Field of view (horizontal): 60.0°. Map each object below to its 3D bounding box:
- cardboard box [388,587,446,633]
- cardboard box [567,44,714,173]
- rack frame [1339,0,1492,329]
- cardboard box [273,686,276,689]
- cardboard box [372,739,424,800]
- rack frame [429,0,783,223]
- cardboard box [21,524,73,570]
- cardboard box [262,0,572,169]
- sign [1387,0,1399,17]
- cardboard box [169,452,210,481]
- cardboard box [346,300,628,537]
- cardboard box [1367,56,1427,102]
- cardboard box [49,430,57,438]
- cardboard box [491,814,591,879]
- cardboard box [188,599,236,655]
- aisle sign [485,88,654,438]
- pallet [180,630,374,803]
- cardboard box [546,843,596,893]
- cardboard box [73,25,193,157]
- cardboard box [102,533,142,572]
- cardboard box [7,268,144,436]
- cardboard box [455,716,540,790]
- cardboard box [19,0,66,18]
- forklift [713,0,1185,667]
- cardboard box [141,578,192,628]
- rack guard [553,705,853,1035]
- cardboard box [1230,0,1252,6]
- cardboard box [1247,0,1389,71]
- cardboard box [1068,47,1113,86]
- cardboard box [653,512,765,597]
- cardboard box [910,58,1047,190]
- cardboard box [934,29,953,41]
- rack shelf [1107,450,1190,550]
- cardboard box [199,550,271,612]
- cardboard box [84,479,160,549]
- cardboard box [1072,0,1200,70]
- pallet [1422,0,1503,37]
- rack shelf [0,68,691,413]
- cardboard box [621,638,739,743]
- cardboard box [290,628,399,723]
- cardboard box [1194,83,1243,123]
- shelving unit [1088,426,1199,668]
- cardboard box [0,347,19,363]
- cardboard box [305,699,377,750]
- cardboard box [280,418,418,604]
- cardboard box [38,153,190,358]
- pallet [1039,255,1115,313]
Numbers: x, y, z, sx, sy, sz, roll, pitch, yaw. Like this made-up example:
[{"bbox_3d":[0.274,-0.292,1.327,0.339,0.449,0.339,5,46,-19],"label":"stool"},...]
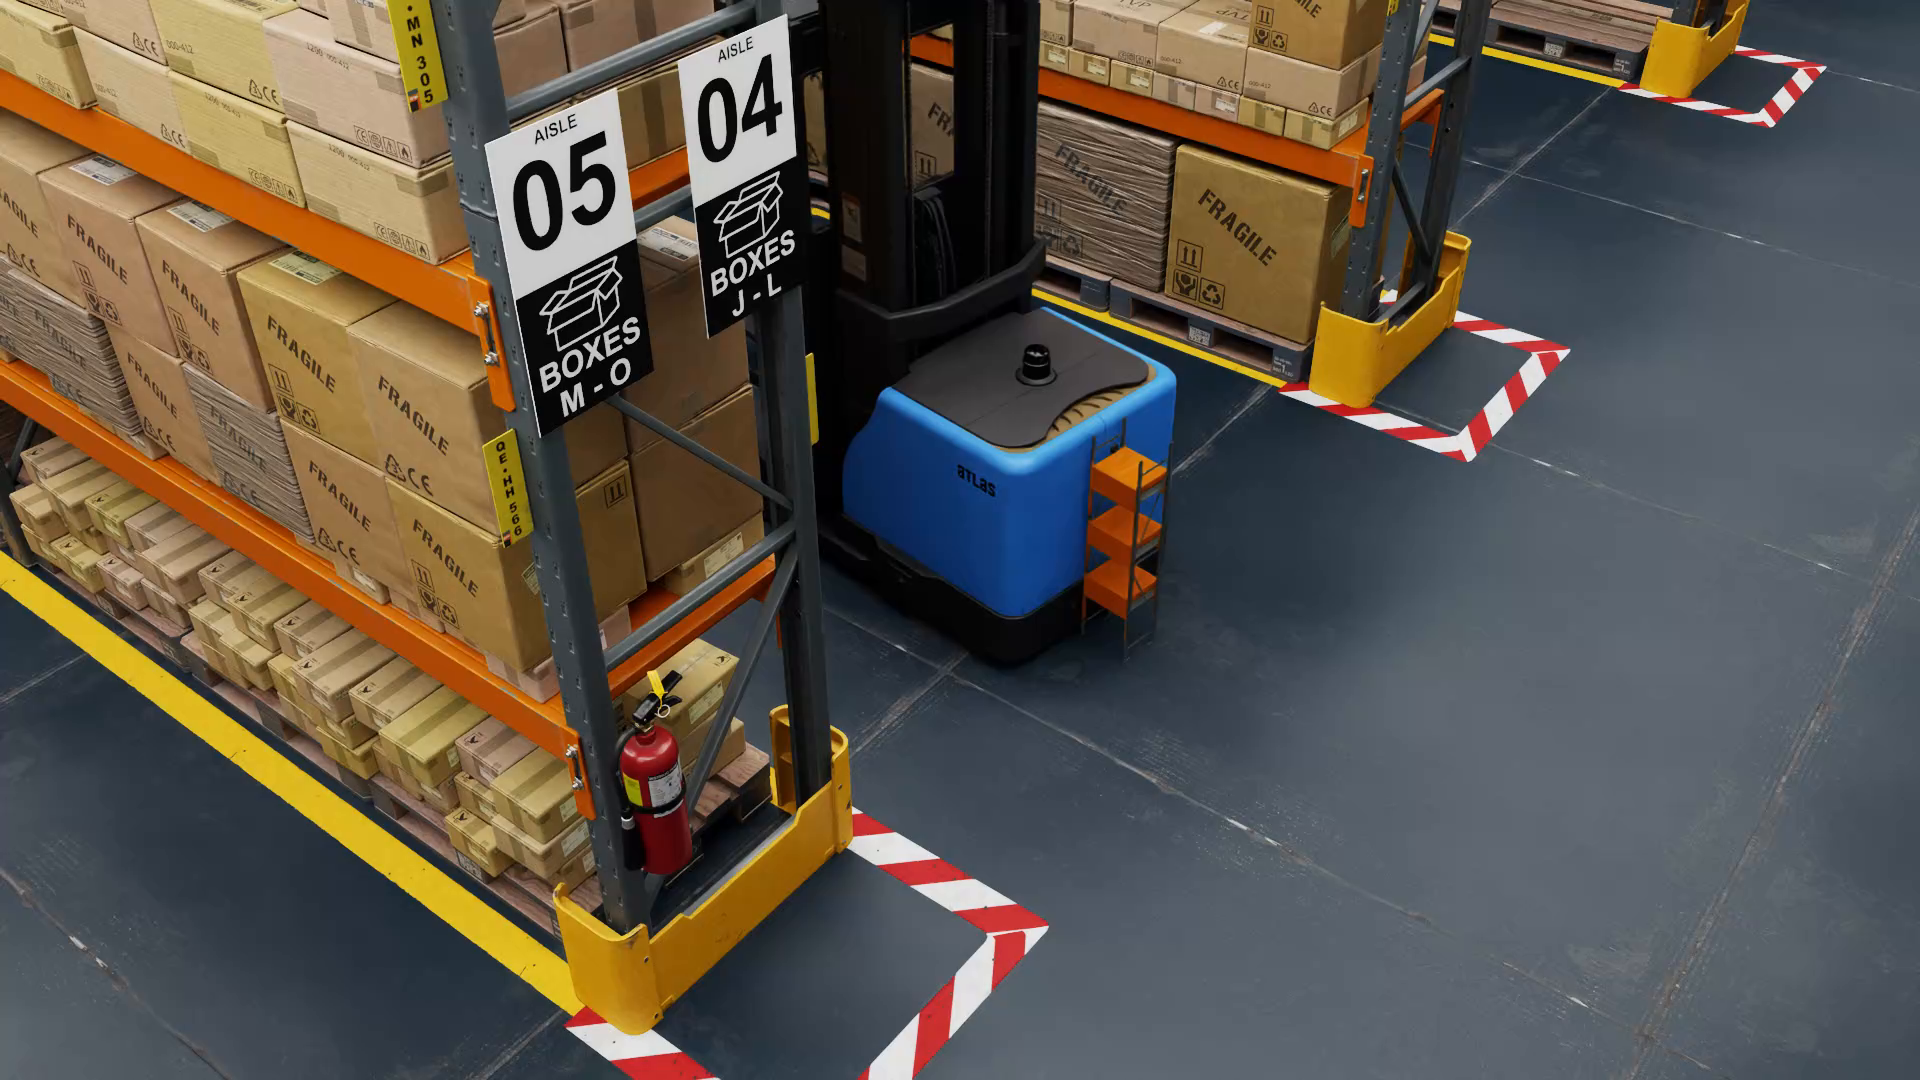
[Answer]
[{"bbox_3d":[-1.623,0.103,5.389,0.250,0.149,0.380,25,44,28],"label":"cardboard box"},{"bbox_3d":[-1.011,-1.229,4.575,0.500,0.250,0.500,27,45,30],"label":"cardboard box"},{"bbox_3d":[2.284,-2.205,8.133,0.127,3.000,1.000,25,45,29],"label":"rack frame"},{"bbox_3d":[-2.583,0.466,6.694,0.250,0.149,0.380,27,45,30],"label":"cardboard box"},{"bbox_3d":[-1.982,0.774,6.300,0.250,0.149,0.380,26,45,29],"label":"cardboard box"},{"bbox_3d":[-0.810,-2.176,3.230,0.127,3.000,1.000,25,45,29],"label":"rack frame"},{"bbox_3d":[-3.893,-0.061,7.367,0.250,0.149,0.380,23,44,27],"label":"cardboard box"},{"bbox_3d":[-1.330,-1.181,4.108,0.500,0.250,0.500,24,44,27],"label":"cardboard box"},{"bbox_3d":[1.943,-2.493,7.370,0.005,0.325,0.100,25,45,29],"label":"sign"},{"bbox_3d":[-2.644,-0.400,6.031,0.250,0.149,0.380,27,45,30],"label":"cardboard box"},{"bbox_3d":[-1.324,-0.414,4.712,0.500,0.500,0.500,24,44,28],"label":"cardboard box"},{"bbox_3d":[2.202,-2.400,8.586,0.250,0.149,0.380,26,45,29],"label":"cardboard box"},{"bbox_3d":[-4.413,-0.900,8.153,0.500,0.500,0.500,27,45,30],"label":"cardboard box"},{"bbox_3d":[-1.402,0.968,5.811,0.250,0.149,0.380,24,44,27],"label":"cardboard box"},{"bbox_3d":[-2.844,0.287,6.680,0.250,0.149,0.380,25,44,28],"label":"cardboard box"},{"bbox_3d":[-0.934,-0.663,4.055,0.004,0.787,0.394,25,45,29],"label":"aisle sign"},{"bbox_3d":[-2.459,0.477,6.970,1.213,0.211,1.003,25,45,29],"label":"pallet"},{"bbox_3d":[-1.354,1.048,5.950,0.250,0.149,0.380,26,45,29],"label":"cardboard box"},{"bbox_3d":[-2.127,-1.357,4.738,0.500,0.250,0.500,27,46,30],"label":"cardboard box"},{"bbox_3d":[-3.422,-0.055,7.118,0.250,0.149,0.380,25,44,28],"label":"cardboard box"},{"bbox_3d":[-2.971,-0.772,5.980,0.500,0.500,0.500,24,44,28],"label":"cardboard box"},{"bbox_3d":[-1.549,0.713,5.896,0.250,0.149,0.380,26,45,29],"label":"cardboard box"},{"bbox_3d":[-2.536,-1.760,4.847,0.500,0.250,0.500,23,44,27],"label":"cardboard box"},{"bbox_3d":[-0.442,-1.431,7.200,1.130,2.935,3.031,-31,48,-34],"label":"forklift"},{"bbox_3d":[-3.220,0.177,7.063,0.250,0.149,0.380,24,44,28],"label":"cardboard box"},{"bbox_3d":[-0.870,1.142,5.886,0.348,0.500,1.175,25,45,29],"label":"rack guard"},{"bbox_3d":[1.650,-2.766,8.730,0.500,0.250,0.500,25,44,28],"label":"cardboard box"},{"bbox_3d":[1.737,-2.612,7.925,0.500,0.500,0.500,26,45,29],"label":"cardboard box"},{"bbox_3d":[0.783,-2.557,8.786,0.250,0.149,0.380,25,45,29],"label":"cardboard box"},{"bbox_3d":[-0.868,0.003,5.517,0.250,0.149,0.380,25,44,28],"label":"cardboard box"},{"bbox_3d":[0.297,-2.408,9.776,0.875,0.875,0.875,25,45,29],"label":"cardboard box"},{"bbox_3d":[-0.029,-2.940,9.276,0.250,0.149,0.380,25,44,28],"label":"cardboard box"},{"bbox_3d":[0.757,-0.159,6.646,0.215,0.259,0.240,-31,52,-33],"label":"rack shelf"},{"bbox_3d":[-2.785,0.128,6.643,0.250,0.149,0.380,23,44,27],"label":"cardboard box"},{"bbox_3d":[-3.425,-0.156,7.005,0.250,0.149,0.380,25,44,28],"label":"cardboard box"},{"bbox_3d":[0.931,-2.695,8.640,0.500,0.250,0.500,24,44,27],"label":"cardboard box"},{"bbox_3d":[3.697,-4.317,13.093,1.213,0.211,1.003,25,45,29],"label":"pallet"},{"bbox_3d":[-2.398,-1.461,5.333,4.000,0.370,1.077,25,45,29],"label":"rack shelf"},{"bbox_3d":[-1.019,0.546,6.108,0.250,0.149,0.380,23,44,27],"label":"cardboard box"},{"bbox_3d":[-2.246,0.476,6.198,0.250,0.149,0.380,27,45,30],"label":"cardboard box"},{"bbox_3d":[1.394,-2.270,8.419,0.250,0.149,0.380,25,45,29],"label":"cardboard box"},{"bbox_3d":[0.742,0.045,6.826,0.215,1.050,0.252,-31,52,-33],"label":"shelving unit"},{"bbox_3d":[-3.710,-0.886,6.653,0.250,0.149,0.380,27,45,30],"label":"cardboard box"},{"bbox_3d":[-2.235,0.587,6.298,0.250,0.149,0.380,26,45,29],"label":"cardboard box"},{"bbox_3d":[-1.729,-0.208,5.260,0.500,0.500,0.500,25,44,28],"label":"cardboard box"},{"bbox_3d":[-2.567,-0.990,5.448,0.500,0.500,0.500,24,44,27],"label":"cardboard box"},{"bbox_3d":[0.636,-1.825,9.910,1.213,0.211,1.003,25,45,29],"label":"pallet"}]
